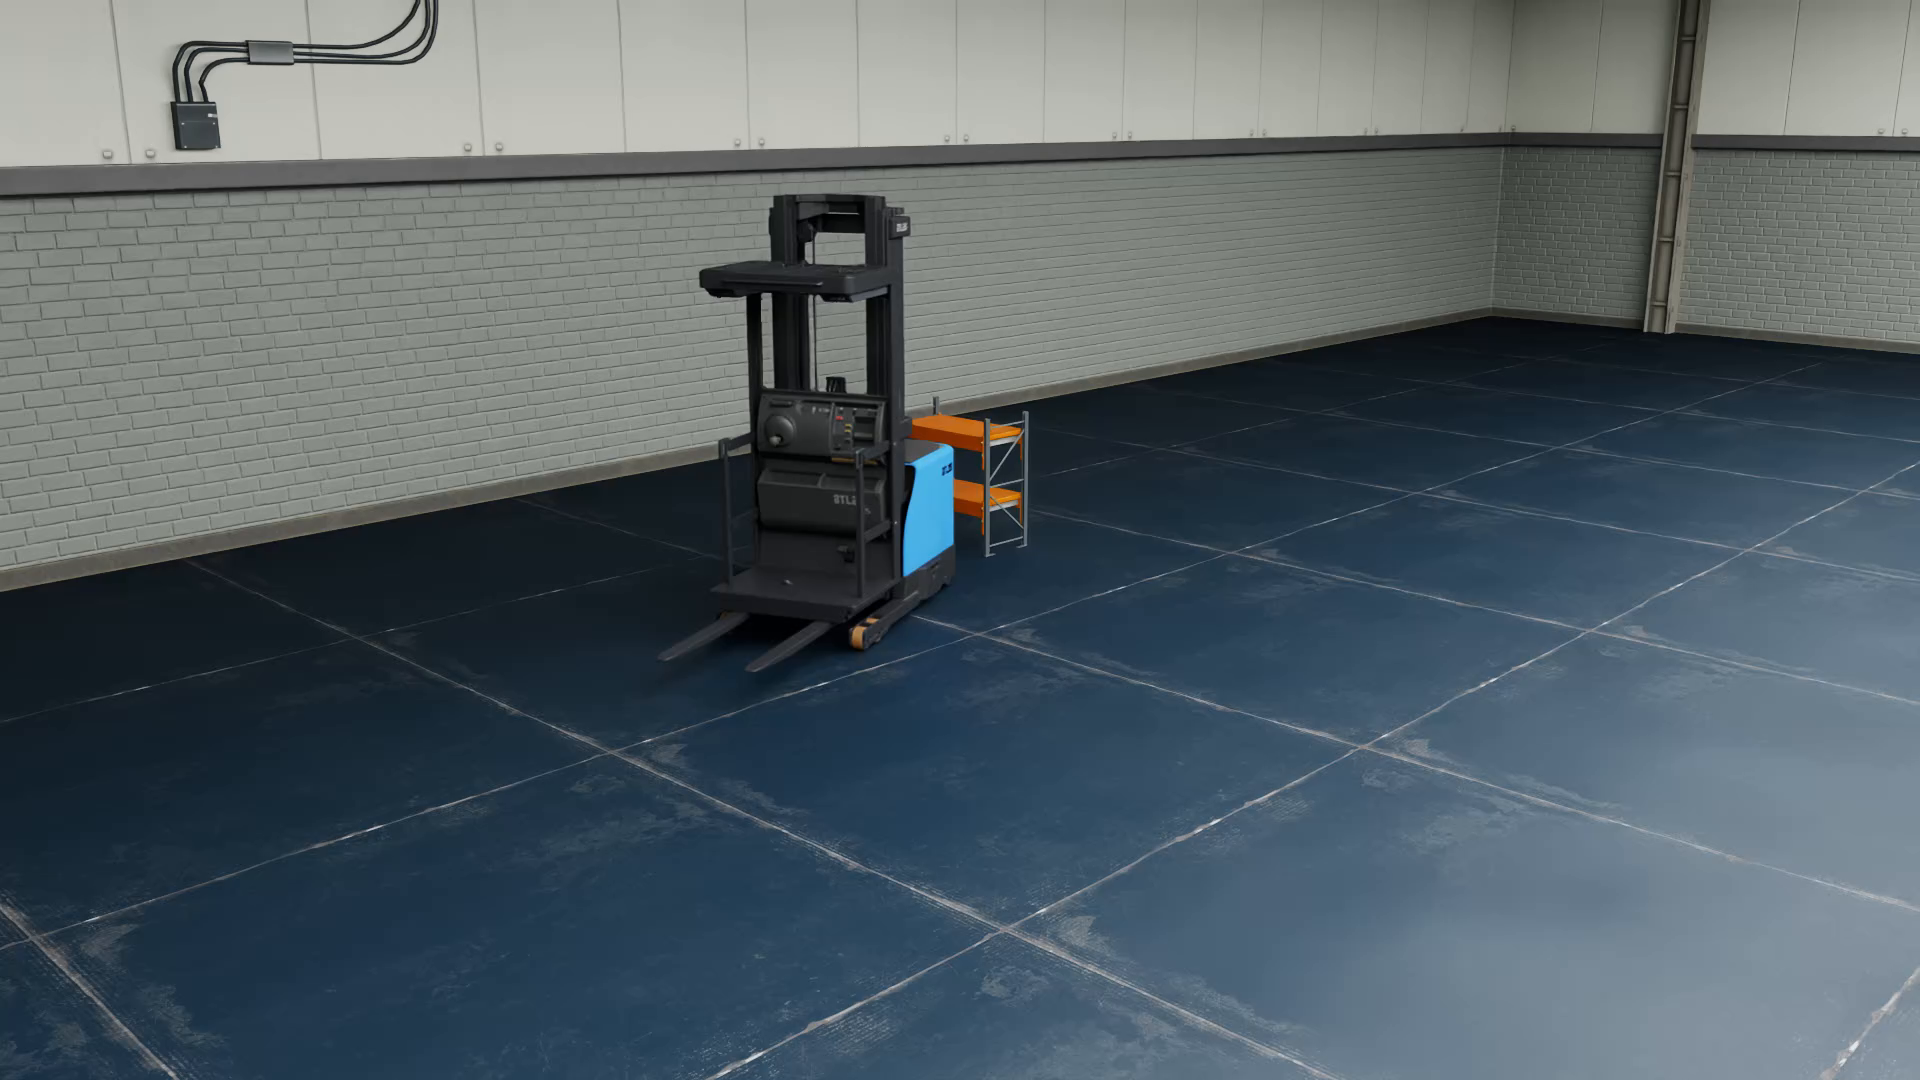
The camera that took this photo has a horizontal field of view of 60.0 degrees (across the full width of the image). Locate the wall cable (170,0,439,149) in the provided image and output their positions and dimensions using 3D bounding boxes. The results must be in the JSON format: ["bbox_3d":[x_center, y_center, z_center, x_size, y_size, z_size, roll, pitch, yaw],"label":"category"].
[{"bbox_3d":[-5.193,-6.116,12.811,0.169,6.003,2.305,14,20,42],"label":"wall cable"}]

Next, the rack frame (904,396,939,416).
[{"bbox_3d":[-0.361,-0.632,14.127,0.032,1.125,0.500,14,20,42],"label":"rack frame"}]

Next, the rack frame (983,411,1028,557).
[{"bbox_3d":[0.371,-0.454,13.444,0.032,1.125,0.500,14,20,42],"label":"rack frame"}]

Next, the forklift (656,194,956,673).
[{"bbox_3d":[-1.025,-0.796,11.174,1.130,2.935,3.031,5,16,20],"label":"forklift"}]

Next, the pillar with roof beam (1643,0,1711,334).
[{"bbox_3d":[8.286,-6.930,22.682,0.400,9.000,9.100,14,20,42],"label":"pillar with roof beam"}]

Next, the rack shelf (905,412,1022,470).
[{"bbox_3d":[0.005,-0.826,13.712,1.000,0.278,0.538,14,20,42],"label":"rack shelf"}]

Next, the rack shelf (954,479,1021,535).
[{"bbox_3d":[0.005,-0.307,13.847,1.000,0.278,0.538,14,20,42],"label":"rack shelf"}]

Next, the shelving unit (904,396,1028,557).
[{"bbox_3d":[0.005,-0.543,13.786,1.048,1.125,0.538,14,20,42],"label":"shelving unit"}]
